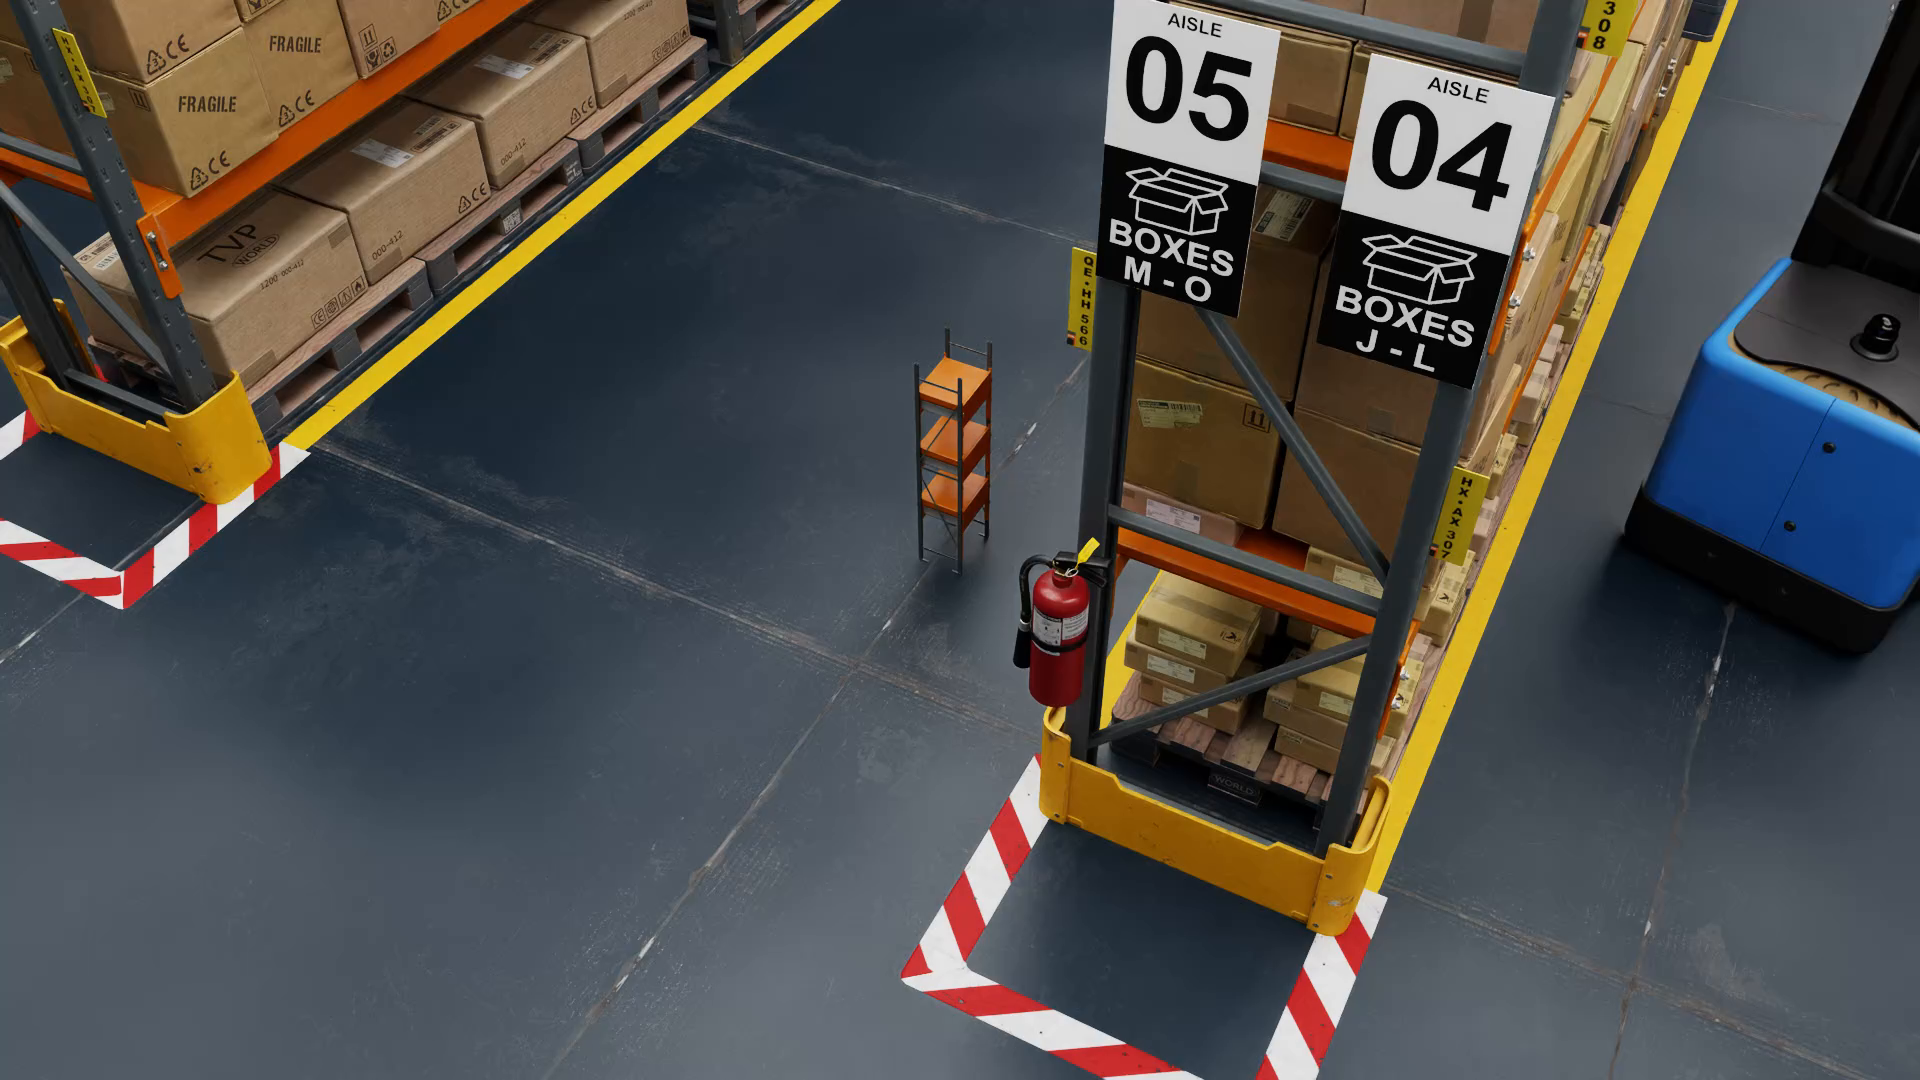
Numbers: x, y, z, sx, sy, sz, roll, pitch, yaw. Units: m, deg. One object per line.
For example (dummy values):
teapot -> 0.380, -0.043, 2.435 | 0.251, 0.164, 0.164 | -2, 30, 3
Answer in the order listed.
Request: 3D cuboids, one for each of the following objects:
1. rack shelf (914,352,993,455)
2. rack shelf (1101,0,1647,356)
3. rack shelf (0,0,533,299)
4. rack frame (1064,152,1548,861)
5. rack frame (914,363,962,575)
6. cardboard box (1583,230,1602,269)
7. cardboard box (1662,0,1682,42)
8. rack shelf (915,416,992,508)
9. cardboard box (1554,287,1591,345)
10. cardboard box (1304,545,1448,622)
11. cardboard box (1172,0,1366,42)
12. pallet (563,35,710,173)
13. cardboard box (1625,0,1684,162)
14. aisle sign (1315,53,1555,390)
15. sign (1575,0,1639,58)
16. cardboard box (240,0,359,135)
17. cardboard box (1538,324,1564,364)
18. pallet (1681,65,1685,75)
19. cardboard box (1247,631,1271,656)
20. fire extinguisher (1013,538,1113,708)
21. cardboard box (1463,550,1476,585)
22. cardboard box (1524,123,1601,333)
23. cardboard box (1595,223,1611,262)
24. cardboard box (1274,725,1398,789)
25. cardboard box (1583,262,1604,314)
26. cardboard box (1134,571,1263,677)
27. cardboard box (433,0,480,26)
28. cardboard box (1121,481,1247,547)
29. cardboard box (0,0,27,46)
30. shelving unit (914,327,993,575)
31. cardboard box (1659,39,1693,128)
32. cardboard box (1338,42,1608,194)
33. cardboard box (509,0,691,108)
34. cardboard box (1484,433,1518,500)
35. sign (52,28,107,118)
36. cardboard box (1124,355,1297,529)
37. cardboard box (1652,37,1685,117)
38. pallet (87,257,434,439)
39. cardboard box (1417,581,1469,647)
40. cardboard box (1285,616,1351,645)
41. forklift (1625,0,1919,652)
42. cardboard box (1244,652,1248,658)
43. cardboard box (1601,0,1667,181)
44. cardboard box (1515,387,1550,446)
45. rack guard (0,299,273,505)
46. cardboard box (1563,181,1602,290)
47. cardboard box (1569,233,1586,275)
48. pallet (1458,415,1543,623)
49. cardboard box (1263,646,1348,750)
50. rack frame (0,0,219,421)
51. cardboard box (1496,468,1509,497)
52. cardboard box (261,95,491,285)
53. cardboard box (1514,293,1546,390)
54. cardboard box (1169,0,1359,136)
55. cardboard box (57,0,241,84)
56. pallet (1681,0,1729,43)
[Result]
rack shelf -> -0.025, -0.527, 6.429 | 0.215, 0.259, 0.240 | 20, 49, 19
rack shelf -> 1.755, -1.996, 5.290 | 1.077, 0.370, 4.000 | 20, 49, 19
rack shelf -> -2.676, -2.512, 7.909 | 1.077, 0.370, 4.000 | 20, 49, 19
rack frame -> 0.827, 0.066, 4.856 | 1.000, 3.000, 0.127 | 20, 49, 19
rack frame -> -0.081, -0.258, 6.547 | 0.200, 1.050, 0.008 | 20, 49, 19
cardboard box -> 2.665, -1.325, 7.521 | 0.380, 0.149, 0.250 | 21, 49, 20
cardboard box -> 2.470, -2.233, 6.145 | 0.500, 0.500, 0.500 | 19, 48, 18
rack shelf -> -0.025, -0.328, 6.631 | 0.215, 0.259, 0.240 | 20, 49, 19
cardboard box -> 2.595, -1.052, 7.460 | 0.380, 0.149, 0.250 | 19, 48, 18
cardboard box -> 1.267, 0.058, 5.040 | 0.380, 0.149, 0.250 | 20, 49, 19
cardboard box -> 0.815, -1.486, 4.034 | 0.500, 0.250, 0.500 | 19, 48, 18
pallet -> -2.170, -2.591, 9.443 | 1.003, 0.211, 1.213 | 20, 49, 19
cardboard box -> 2.467, -1.869, 6.489 | 0.500, 0.500, 0.500 | 19, 48, 18
aisle sign -> 1.058, -0.703, 3.788 | 0.394, 0.787, 0.004 | 20, 49, 19
sign -> 1.307, -1.117, 3.301 | 0.100, 0.325, 0.005 | 20, 49, 19
cardboard box -> -2.917, -2.076, 6.902 | 0.500, 0.500, 0.500 | 20, 49, 19
cardboard box -> 2.323, -0.827, 7.029 | 0.380, 0.149, 0.250 | 18, 48, 17
pallet -> 3.609, -2.736, 9.586 | 1.003, 0.211, 1.213 | 20, 49, 19
cardboard box -> 0.988, 0.242, 6.182 | 0.380, 0.149, 0.250 | 19, 48, 18
fire extinguisher -> 0.301, 0.230, 5.010 | 0.296, 0.674, 0.183 | 20, 49, 19
cardboard box -> 1.725, 0.107, 6.315 | 0.380, 0.149, 0.250 | 22, 49, 20
cardboard box -> 1.499, -0.941, 4.868 | 0.500, 0.500, 0.500 | 22, 49, 20
cardboard box -> 2.819, -1.401, 7.805 | 0.380, 0.149, 0.250 | 21, 49, 20
cardboard box -> 1.353, 0.696, 5.942 | 0.380, 0.149, 0.250 | 21, 49, 20
cardboard box -> 2.803, -1.240, 7.856 | 0.380, 0.149, 0.250 | 21, 49, 20
cardboard box -> 0.848, 0.294, 5.921 | 0.380, 0.149, 0.250 | 21, 49, 19
cardboard box -> -2.448, -2.711, 7.530 | 0.500, 0.500, 0.500 | 22, 49, 20
cardboard box -> 0.728, -0.145, 5.241 | 0.380, 0.149, 0.250 | 21, 49, 19
cardboard box -> -3.592, -2.274, 6.395 | 0.500, 0.500, 0.500 | 22, 49, 20
shelving unit -> -0.025, -0.335, 6.623 | 0.215, 1.050, 0.252 | 20, 49, 19
cardboard box -> 3.505, -2.435, 8.790 | 0.500, 0.500, 0.500 | 23, 50, 21
cardboard box -> 1.261, -1.134, 4.039 | 0.500, 0.250, 0.500 | 22, 49, 20
cardboard box -> -2.134, -2.912, 9.305 | 0.875, 0.438, 0.875 | 20, 49, 19
cardboard box -> 1.964, -0.342, 6.550 | 0.380, 0.149, 0.250 | 21, 49, 20
sign -> -3.116, -1.650, 5.887 | 0.100, 0.325, 0.005 | 20, 49, 19
cardboard box -> 0.807, -0.442, 5.078 | 0.500, 0.500, 0.500 | 21, 49, 20
cardboard box -> 3.260, -2.365, 8.193 | 0.500, 0.250, 0.500 | 18, 48, 17
pallet -> -3.303, -1.054, 7.924 | 1.003, 0.211, 1.213 | 20, 49, 19
cardboard box -> 1.727, 0.220, 6.412 | 0.380, 0.149, 0.250 | 21, 49, 20
cardboard box -> 1.392, 0.280, 5.935 | 0.380, 0.149, 0.250 | 21, 49, 20
forklift -> 4.133, -1.566, 6.517 | 1.130, 2.935, 3.031 | 32, 53, 28
cardboard box -> 0.916, 0.324, 6.310 | 0.380, 0.149, 0.250 | 22, 49, 20
cardboard box -> 1.993, -1.583, 5.503 | 0.500, 0.500, 0.500 | 19, 48, 18
cardboard box -> 2.323, -0.588, 7.211 | 0.380, 0.149, 0.250 | 20, 49, 19
rack guard -> -3.616, -0.611, 7.282 | 1.175, 0.500, 0.348 | 20, 49, 19
cardboard box -> 1.975, -1.239, 5.866 | 0.500, 0.500, 0.500 | 19, 48, 18
cardboard box -> 2.096, -1.100, 6.185 | 0.380, 0.149, 0.250 | 21, 49, 20
pallet -> 1.838, -0.268, 7.146 | 1.003, 0.211, 1.213 | 20, 49, 19
cardboard box -> 1.297, 0.570, 5.857 | 0.380, 0.149, 0.250 | 22, 49, 21
rack frame -> -3.605, -1.505, 6.408 | 1.000, 3.000, 0.127 | 20, 49, 19
cardboard box -> 2.060, -0.283, 6.910 | 0.380, 0.149, 0.250 | 20, 49, 19
cardboard box -> -2.969, -1.780, 8.186 | 0.875, 0.438, 0.875 | 22, 49, 20
cardboard box -> 1.506, -0.611, 5.246 | 0.500, 0.500, 0.500 | 21, 49, 19
cardboard box -> 0.803, -1.310, 4.212 | 0.500, 0.250, 0.500 | 19, 48, 18
cardboard box -> -3.130, -2.100, 6.223 | 0.500, 0.500, 0.500 | 19, 48, 18
pallet -> 3.167, -2.820, 7.843 | 1.003, 0.211, 1.213 | 20, 49, 19
